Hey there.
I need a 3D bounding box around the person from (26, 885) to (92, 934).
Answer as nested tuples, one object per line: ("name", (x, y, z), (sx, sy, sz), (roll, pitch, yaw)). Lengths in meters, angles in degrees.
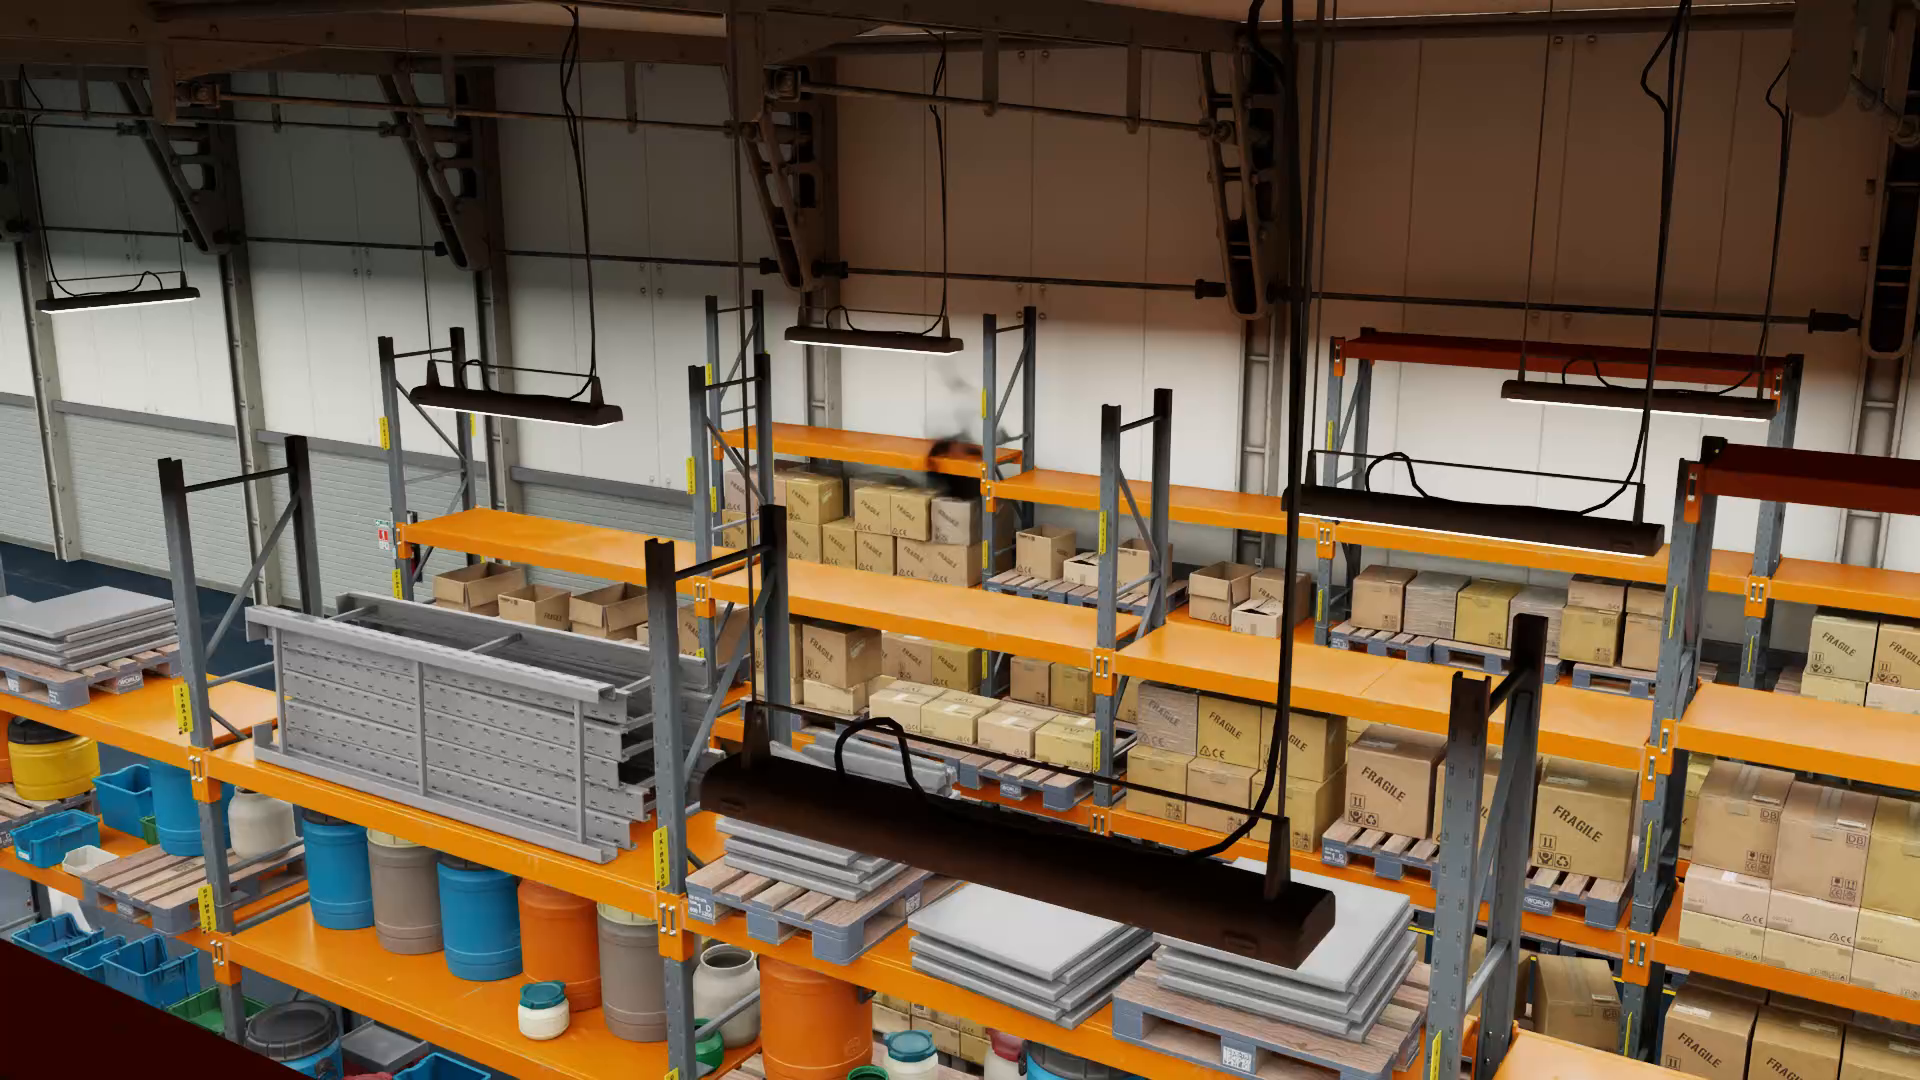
("person", (-8.209, 3.567, 15.185), (0.788, 1.816, 0.773), (1, 14, 2))
